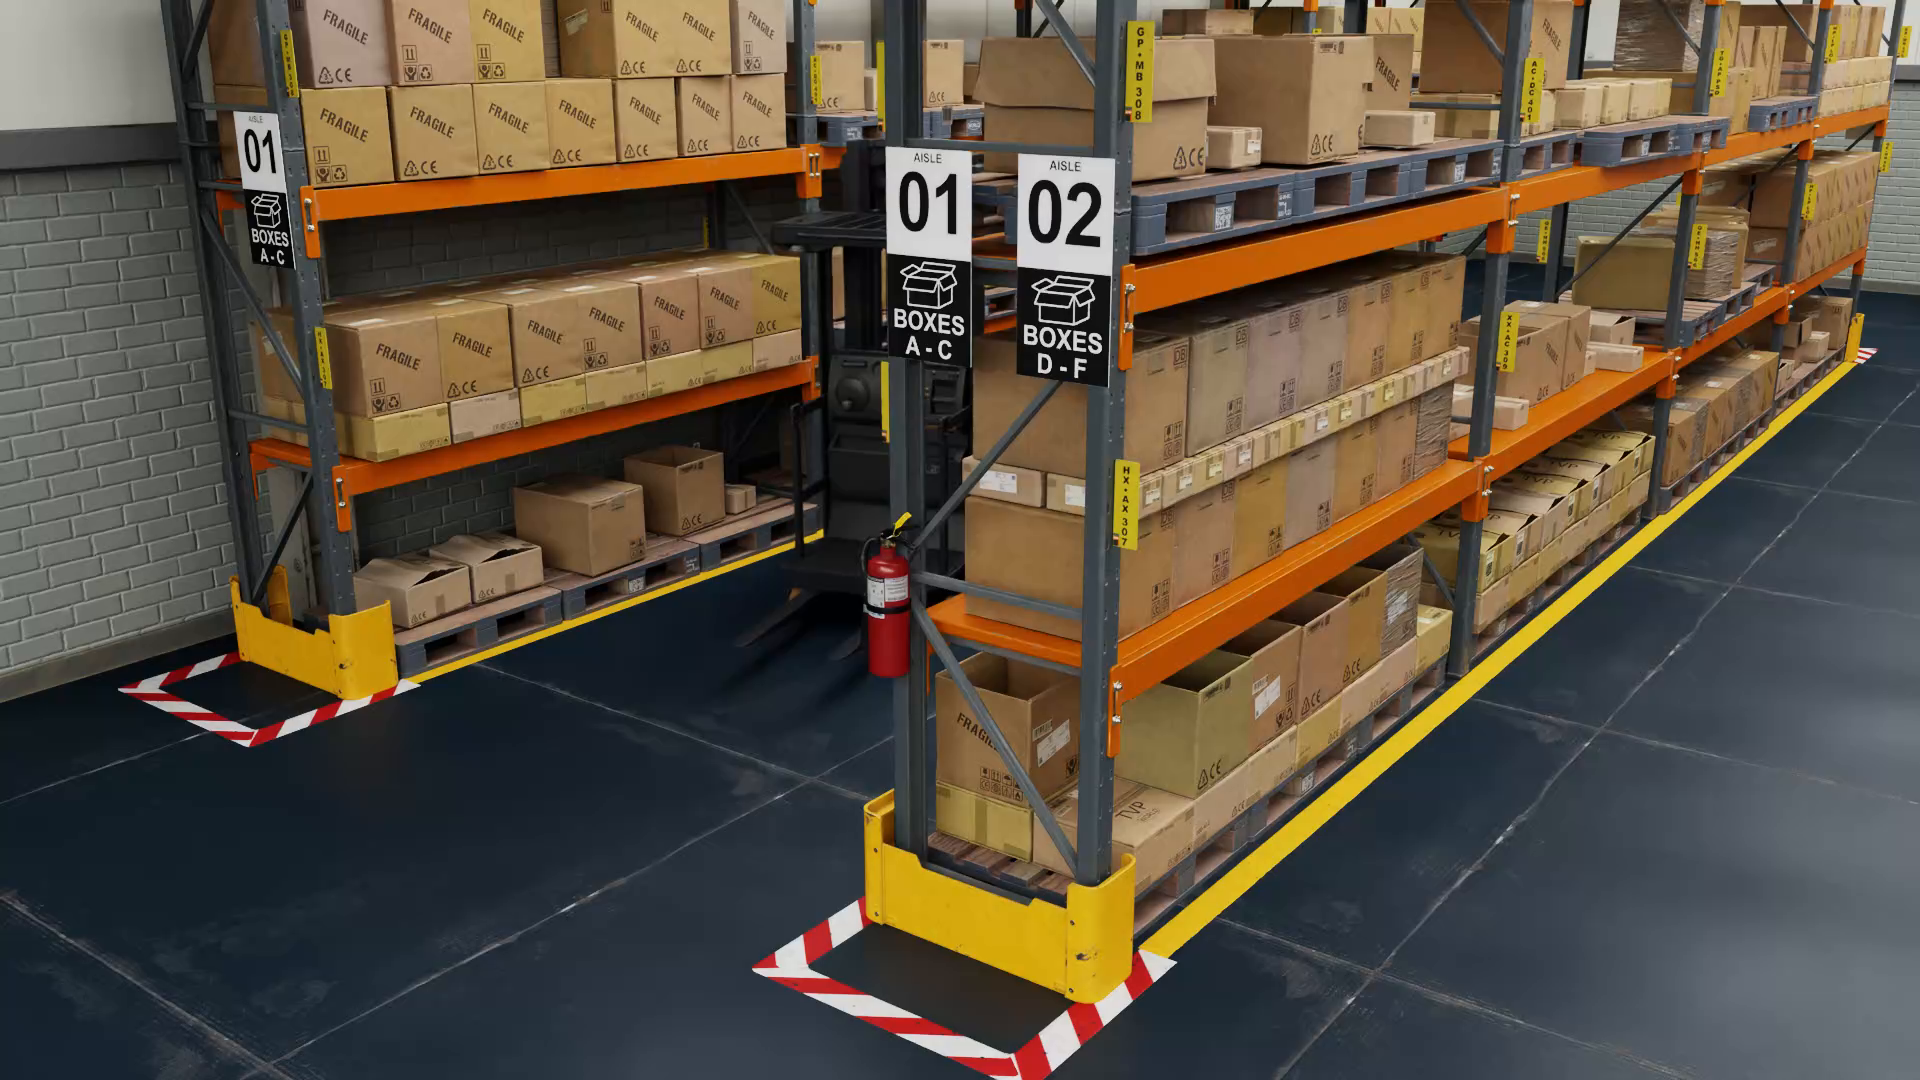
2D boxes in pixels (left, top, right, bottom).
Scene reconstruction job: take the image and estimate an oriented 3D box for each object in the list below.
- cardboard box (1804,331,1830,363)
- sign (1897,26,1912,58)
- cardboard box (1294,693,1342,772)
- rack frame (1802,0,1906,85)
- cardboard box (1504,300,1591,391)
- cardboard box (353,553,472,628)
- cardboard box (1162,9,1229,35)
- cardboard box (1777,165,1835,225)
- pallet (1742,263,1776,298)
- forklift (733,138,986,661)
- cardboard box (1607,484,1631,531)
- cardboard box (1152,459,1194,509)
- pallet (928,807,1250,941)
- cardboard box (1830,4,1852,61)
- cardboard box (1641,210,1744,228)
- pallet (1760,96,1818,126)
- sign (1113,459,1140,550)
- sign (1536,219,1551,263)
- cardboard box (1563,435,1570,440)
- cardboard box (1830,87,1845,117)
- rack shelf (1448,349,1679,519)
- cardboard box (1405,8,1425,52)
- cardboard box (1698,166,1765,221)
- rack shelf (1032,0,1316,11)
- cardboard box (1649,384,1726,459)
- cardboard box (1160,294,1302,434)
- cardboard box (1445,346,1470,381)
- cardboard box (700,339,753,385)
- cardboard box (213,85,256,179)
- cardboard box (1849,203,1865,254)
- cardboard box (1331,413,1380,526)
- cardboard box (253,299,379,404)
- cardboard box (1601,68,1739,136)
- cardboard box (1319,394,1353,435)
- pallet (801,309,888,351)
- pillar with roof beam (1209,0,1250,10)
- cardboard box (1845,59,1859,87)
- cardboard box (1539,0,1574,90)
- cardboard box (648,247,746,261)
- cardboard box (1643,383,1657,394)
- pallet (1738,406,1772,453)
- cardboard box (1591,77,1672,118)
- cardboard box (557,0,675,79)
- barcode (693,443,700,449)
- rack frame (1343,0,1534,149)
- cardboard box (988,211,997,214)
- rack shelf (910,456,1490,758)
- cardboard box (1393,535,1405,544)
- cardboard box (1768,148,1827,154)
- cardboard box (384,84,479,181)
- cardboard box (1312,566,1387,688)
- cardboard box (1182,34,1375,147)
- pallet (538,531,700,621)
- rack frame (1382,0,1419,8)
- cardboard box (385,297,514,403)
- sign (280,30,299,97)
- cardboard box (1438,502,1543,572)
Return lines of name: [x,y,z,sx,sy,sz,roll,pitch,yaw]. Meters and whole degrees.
cardboard box: [8.975,-2.089,17.807,0.500,0.250,0.500,12,21,35]
sign: [10.125,-5.339,17.826,0.100,0.325,0.005,12,21,35]
cardboard box: [1.551,0.892,8.242,0.500,0.250,0.500,12,21,35]
rack frame: [9.691,-6.451,17.844,1.000,3.000,0.127,12,21,35]
cardboard box: [3.938,-1.326,11.287,0.500,0.500,0.500,11,20,32]
cardboard box: [-3.338,0.275,10.091,0.500,0.311,0.500,10,20,29]
cardboard box: [2.381,-5.236,16.813,0.500,0.250,0.500,12,21,33]
cardboard box: [8.122,-3.344,16.100,0.500,0.500,0.500,12,21,33]
pallet: [6.744,-2.371,15.143,1.003,0.211,1.213,12,21,35]
forklift: [-0.473,-0.969,10.420,1.130,2.935,3.031,6,18,19]
cardboard box: [4.503,-0.276,12.004,0.500,0.250,0.500,12,21,34]
cardboard box: [0.720,-0.251,6.733,0.380,0.149,0.250,12,21,33]
pallet: [0.580,1.367,7.486,1.003,0.211,1.213,12,21,35]
cardboard box: [7.979,-4.808,15.755,0.700,0.500,0.500,12,21,35]
cardboard box: [6.487,-2.633,14.789,0.500,0.500,0.700,-16,23,-42]
pallet: [6.863,-3.833,14.788,1.213,0.211,1.003,12,21,35]
sign: [0.600,-0.127,6.001,0.100,0.325,0.005,12,21,35]
sign: [4.483,-2.289,12.739,0.100,0.325,0.005,12,21,35]
cardboard box: [4.377,-0.763,12.625,0.500,0.311,0.500,13,22,37]
cardboard box: [8.098,-4.185,15.856,0.500,0.250,0.500,12,21,35]
rack shelf: [3.733,-0.861,11.170,1.077,0.370,4.000,12,21,35]
cardboard box: [5.187,-6.088,19.844,0.500,0.500,0.500,13,22,36]
cardboard box: [7.401,-3.325,16.038,0.500,0.500,0.500,13,21,35]
rack shelf: [2.136,-5.362,16.224,1.077,0.370,4.000,12,21,35]
cardboard box: [6.036,-0.999,13.876,0.500,0.500,0.500,12,21,34]
cardboard box: [1.087,-0.810,7.440,0.700,0.500,0.500,13,21,35]
cardboard box: [2.551,-0.983,9.088,0.380,0.149,0.250,12,21,35]
cardboard box: [-1.782,-1.257,11.452,0.500,0.250,0.500,13,21,35]
cardboard box: [-3.777,-2.284,9.279,0.500,0.500,0.500,14,22,39]
cardboard box: [9.337,-3.355,17.820,0.500,0.500,0.500,13,21,35]
cardboard box: [1.671,-0.423,8.380,0.700,0.500,0.500,13,21,35]
cardboard box: [-3.712,-1.096,9.668,0.500,0.500,0.500,12,21,34]
cardboard box: [5.461,-3.392,12.883,0.910,0.500,0.500,12,21,35]
cardboard box: [1.638,-0.617,7.910,0.380,0.149,0.250,13,22,36]
pallet: [-0.867,-1.667,12.878,1.003,0.211,1.213,12,21,35]
pillar with roof beam: [6.507,-5.932,16.171,9.100,9.000,0.400,12,21,35]
cardboard box: [8.401,-4.541,16.162,0.500,0.250,0.500,12,21,35]
cardboard box: [3.261,-2.927,9.834,0.500,0.500,0.500,15,23,40]
cardboard box: [-1.887,-1.823,12.012,0.500,0.500,0.500,12,21,33]
cardboard box: [5.602,-1.084,14.151,0.500,0.500,0.500,12,21,33]
pallet: [6.854,-1.101,15.434,1.003,0.211,1.213,12,21,35]
cardboard box: [4.699,-3.124,11.733,0.500,0.250,0.500,11,20,31]
cardboard box: [-2.141,-3.144,10.363,0.500,0.500,0.500,12,21,33]
barcode: [-1.954,-0.685,12.326,0.001,0.075,0.075,12,21,35]
rack frame: [2.541,-3.593,8.640,1.000,3.000,0.127,12,21,35]
cardboard box: [0.672,-2.699,14.967,0.700,0.500,0.500,10,20,28]
rack shelf: [1.350,0.092,8.103,1.077,0.370,4.000,12,21,35]
cardboard box: [2.552,-0.030,10.266,0.500,0.311,0.500,12,21,35]
cardboard box: [9.215,-4.052,18.380,0.500,0.500,0.500,13,22,36]
cardboard box: [-3.074,-2.297,9.321,0.500,0.500,0.500,14,22,38]
cardboard box: [1.838,0.412,8.522,0.500,0.500,0.500,12,21,35]
cardboard box: [1.459,-2.107,7.795,0.797,0.503,0.637,15,23,41]
pallet: [-2.538,0.187,11.284,1.003,0.211,1.213,12,21,35]
rack frame: [5.711,-7.326,20.660,1.000,3.000,0.127,12,21,35]
cardboard box: [-2.994,-1.122,9.754,0.500,0.500,0.500,12,21,35]
sign: [-3.387,-2.404,8.395,0.100,0.325,0.005,12,21,35]
cardboard box: [3.290,-0.056,10.348,0.500,0.311,0.500,12,21,34]
